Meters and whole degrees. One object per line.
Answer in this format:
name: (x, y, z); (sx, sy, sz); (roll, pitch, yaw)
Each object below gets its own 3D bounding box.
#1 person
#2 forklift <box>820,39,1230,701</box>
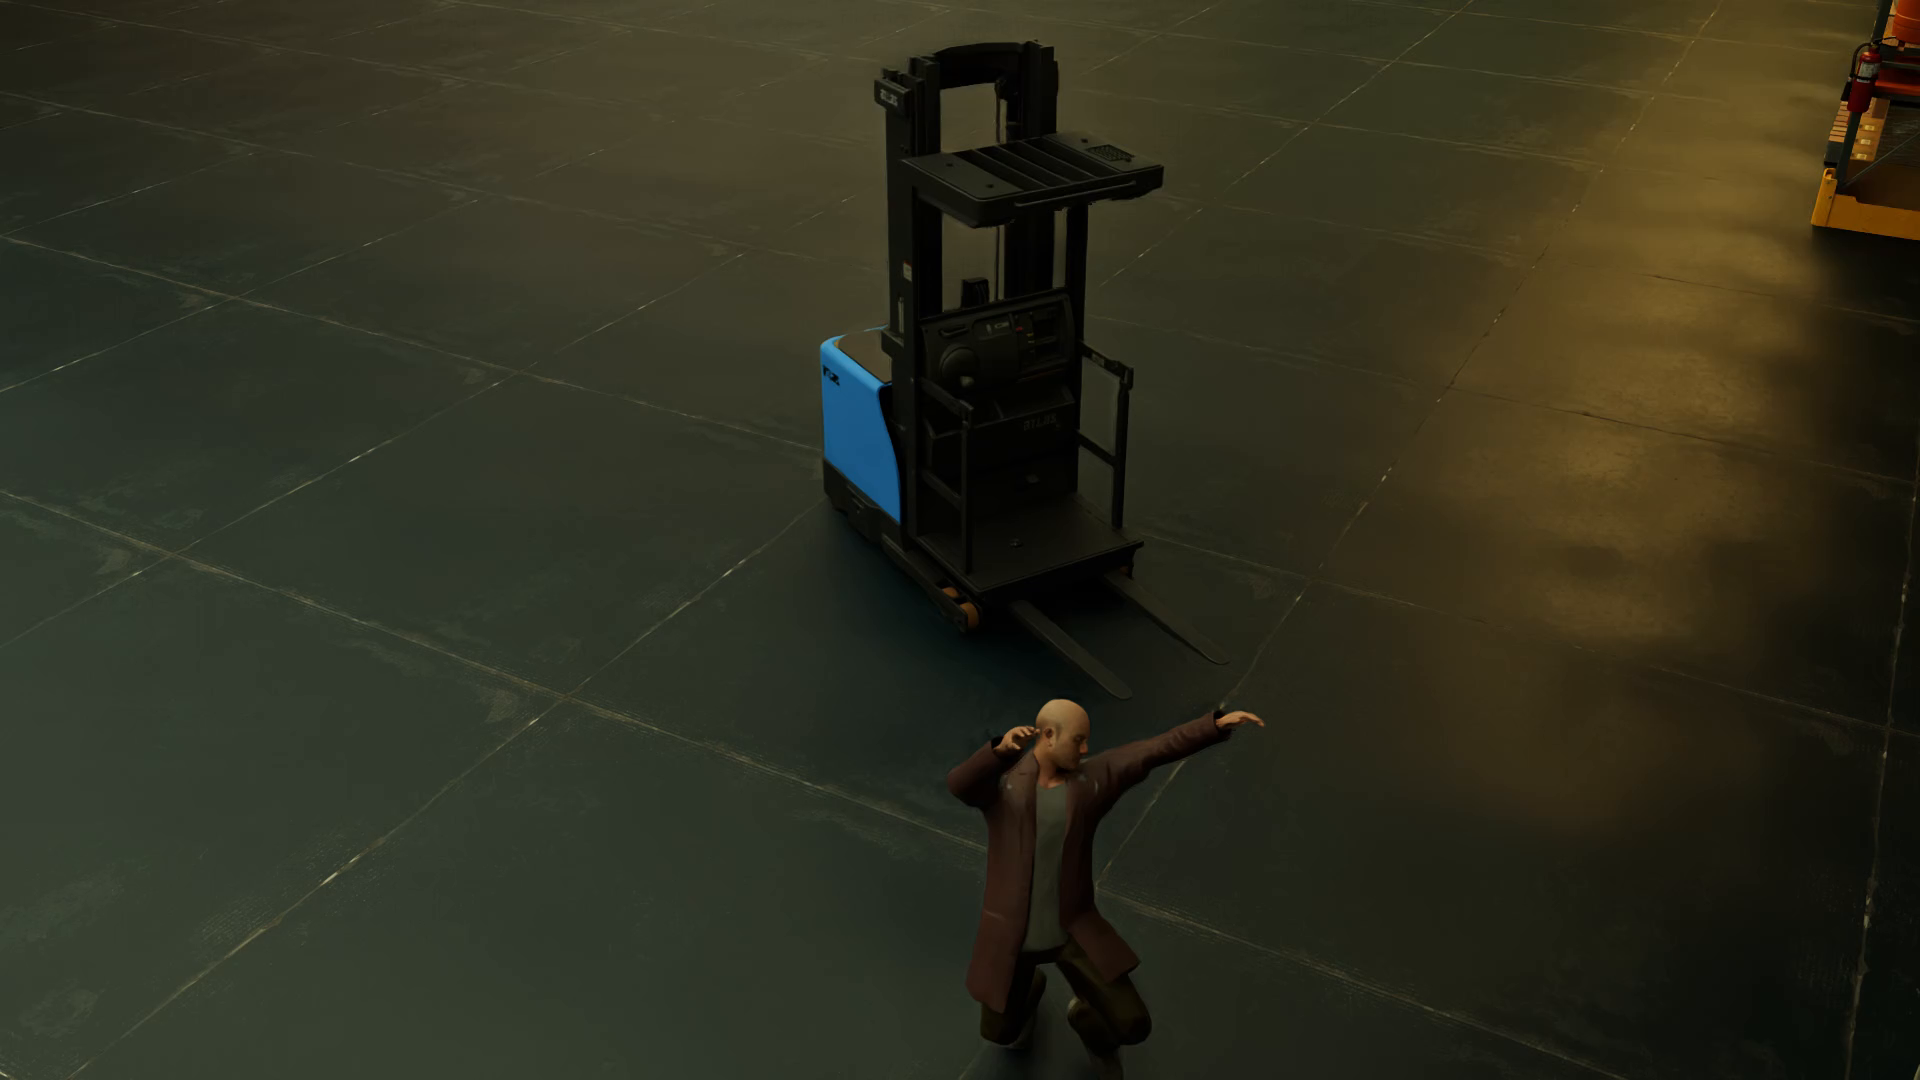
person: (0.521, 1.290, 6.104); (1.137, 1.731, 0.823); (-1, 30, -2)
forklift: (0.325, -1.024, 8.845); (1.130, 2.935, 3.031); (-16, 34, -26)
